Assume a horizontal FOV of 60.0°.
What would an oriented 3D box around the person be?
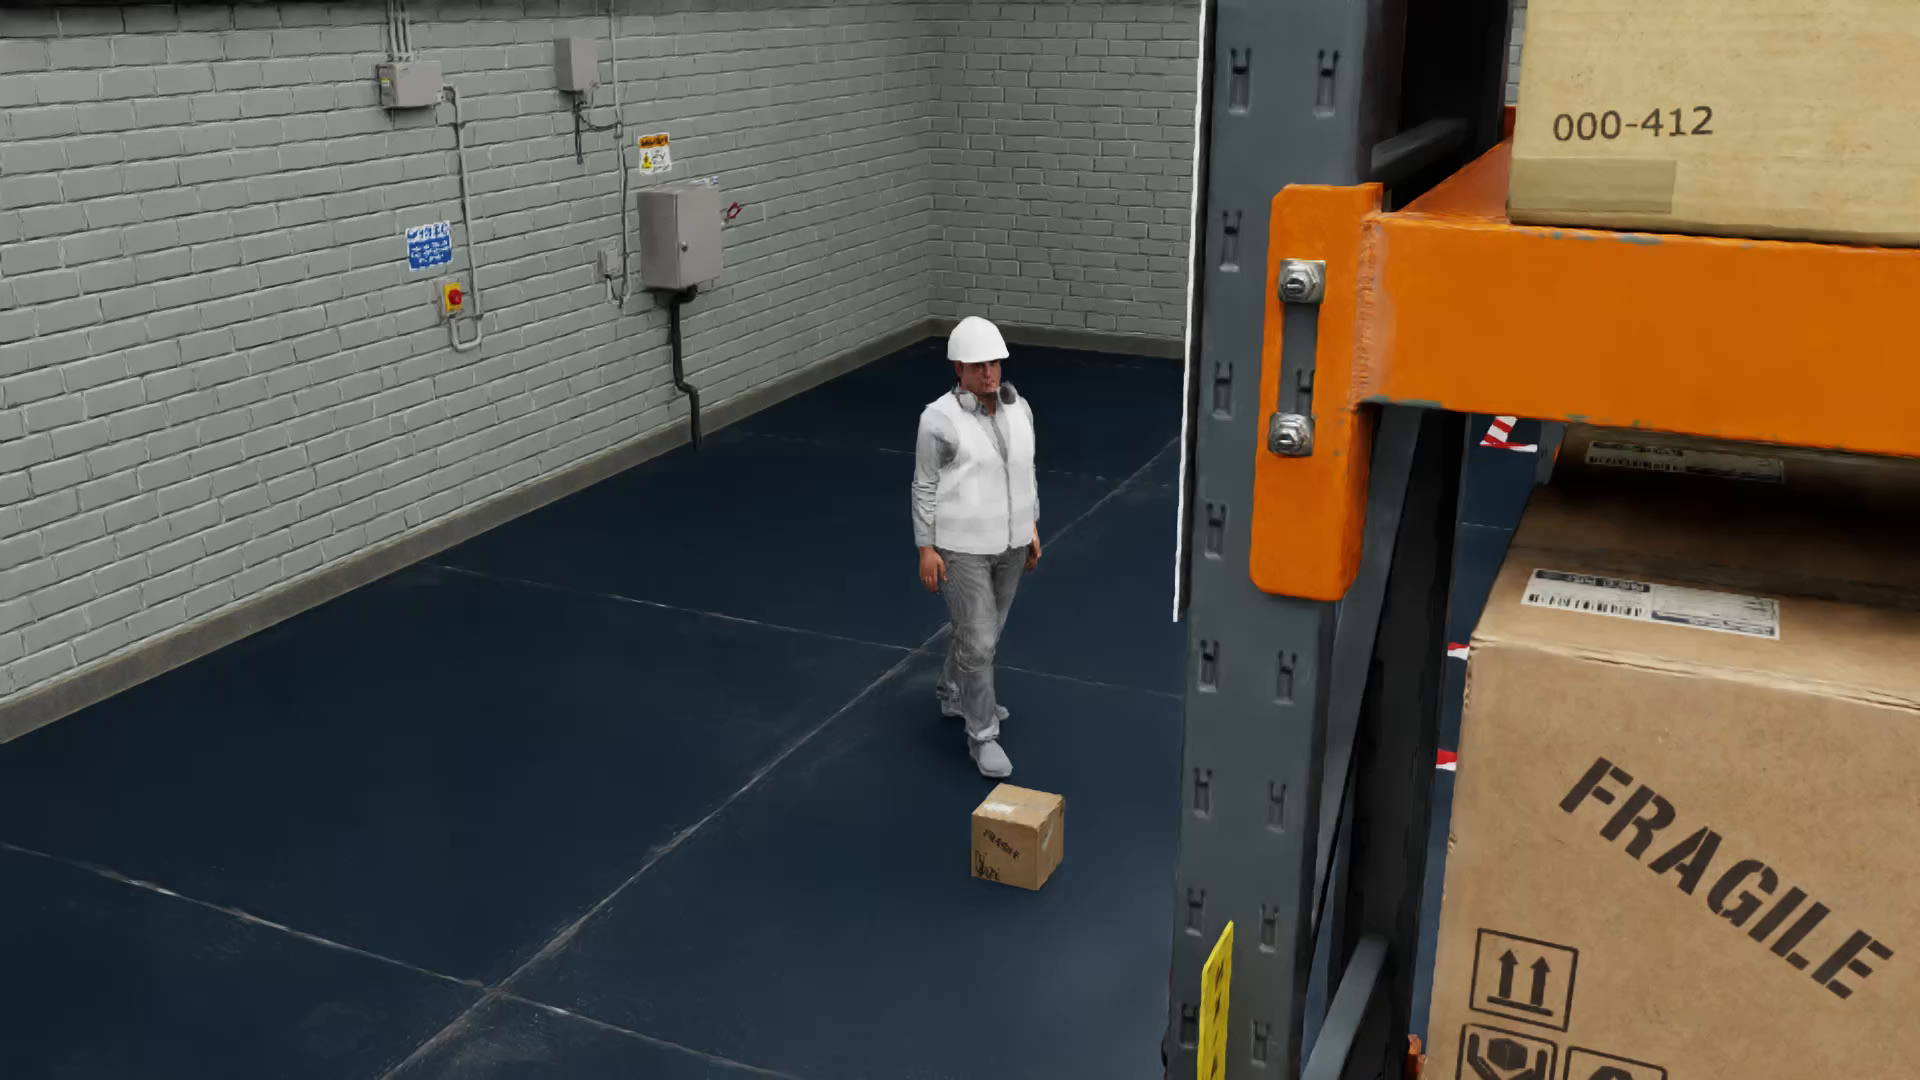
[{"bbox_3d":[0.083,-0.001,6.520,0.560,1.776,0.638,-15,24,-37],"label":"person"}]
